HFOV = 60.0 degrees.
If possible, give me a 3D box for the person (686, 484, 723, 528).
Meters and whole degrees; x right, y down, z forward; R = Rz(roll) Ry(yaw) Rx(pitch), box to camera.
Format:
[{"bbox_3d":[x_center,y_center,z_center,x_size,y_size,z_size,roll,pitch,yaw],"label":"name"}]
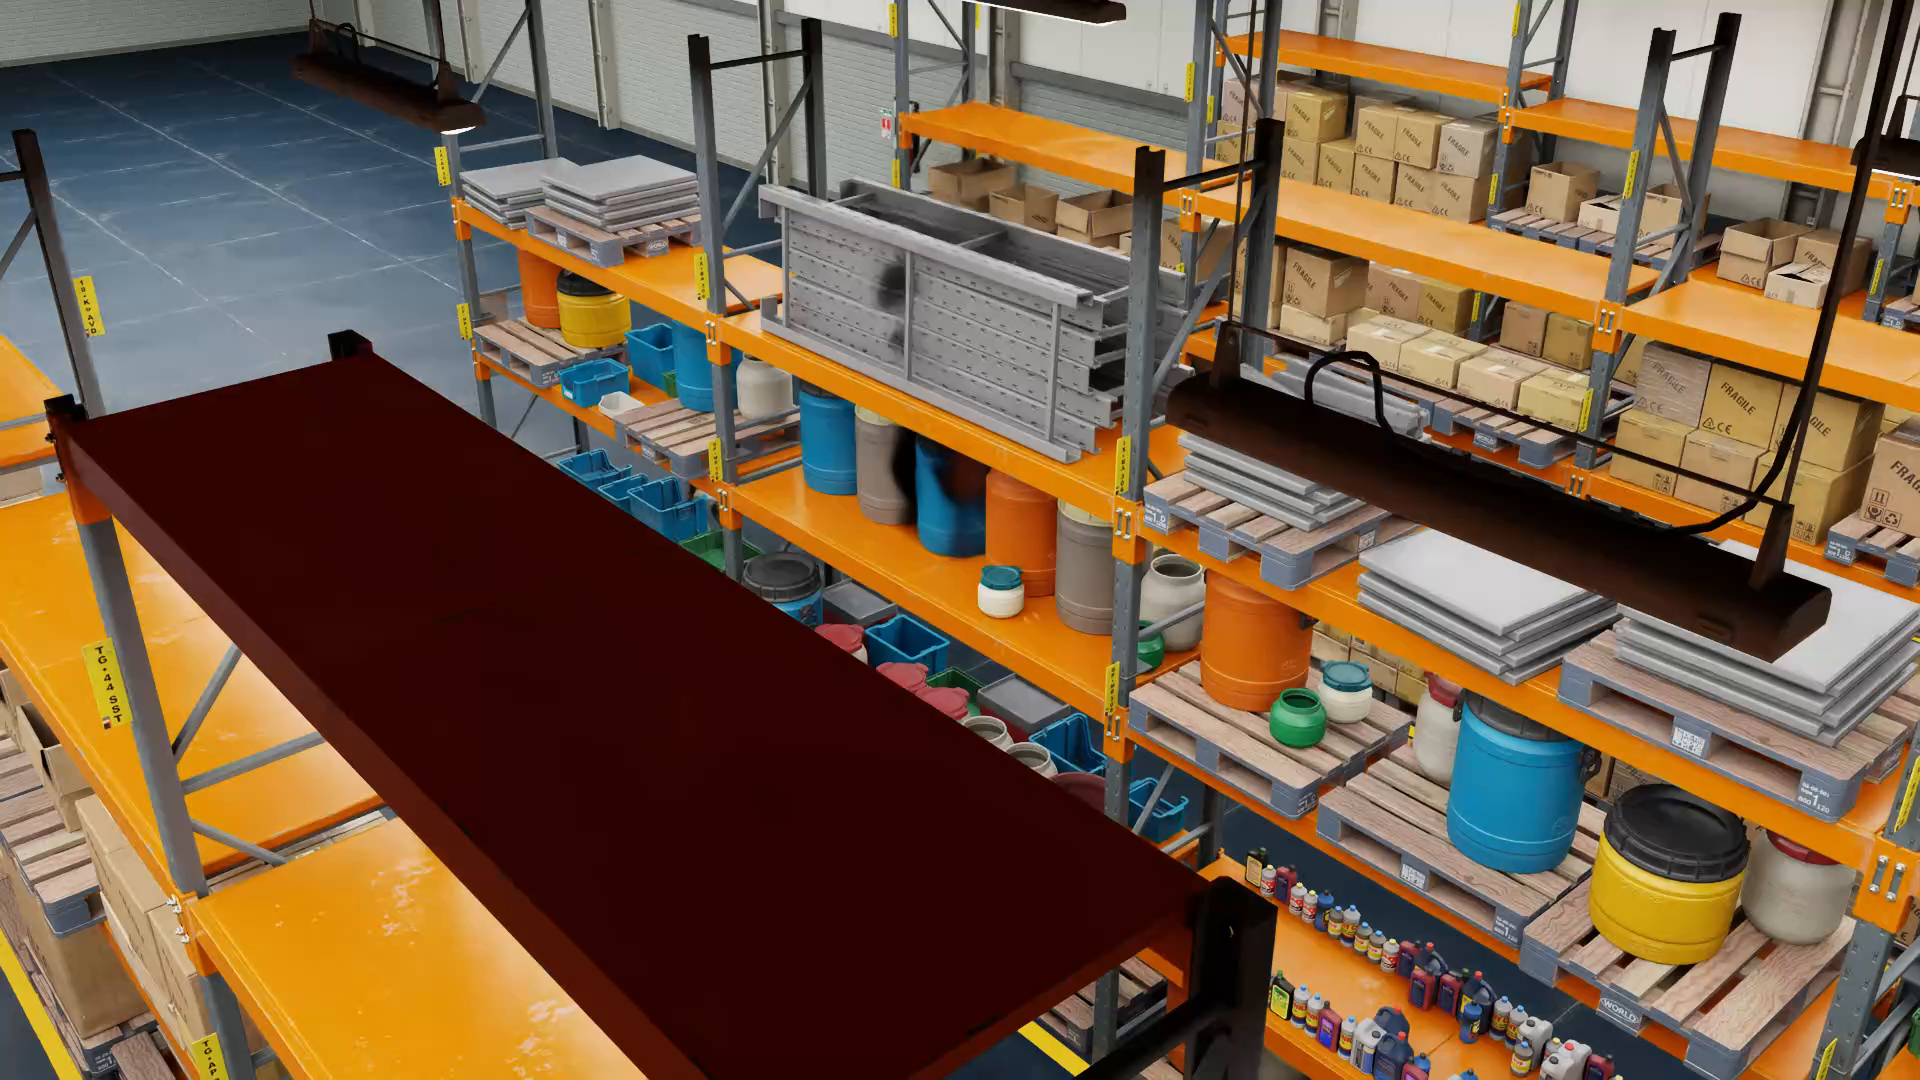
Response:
[{"bbox_3d":[-2.522,-0.544,16.562,0.650,1.642,0.755,19,32,32],"label":"person"}]
